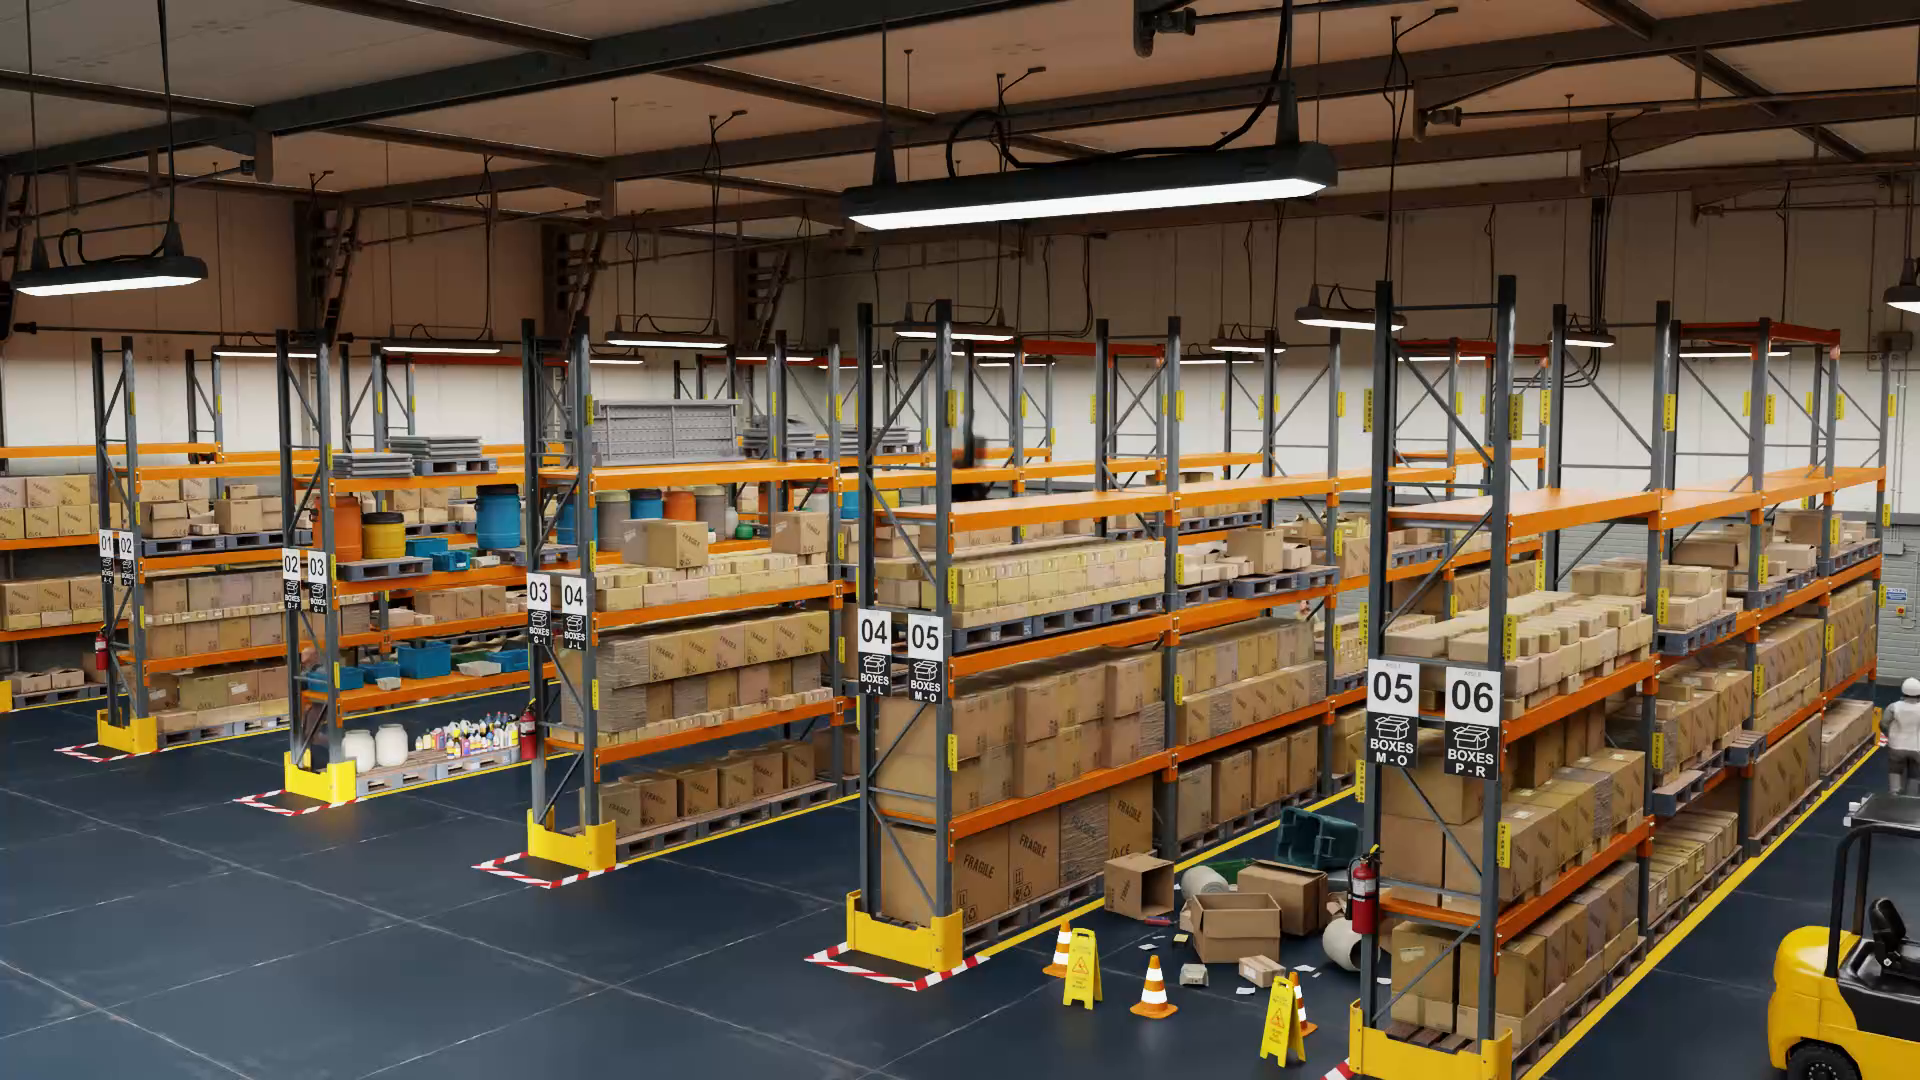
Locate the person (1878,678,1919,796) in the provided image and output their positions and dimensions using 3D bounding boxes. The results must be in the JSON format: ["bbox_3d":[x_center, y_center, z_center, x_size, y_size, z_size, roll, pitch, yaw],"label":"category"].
[{"bbox_3d":[11.613,2.532,20.369,0.655,1.722,0.570,3,6,30],"label":"person"}]

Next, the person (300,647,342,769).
[{"bbox_3d":[-8.954,2.314,23.053,0.680,1.695,0.692,3,6,30],"label":"person"}]

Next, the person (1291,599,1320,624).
[{"bbox_3d":[6.010,1.824,29.027,0.584,1.670,0.653,2,5,25],"label":"person"}]
